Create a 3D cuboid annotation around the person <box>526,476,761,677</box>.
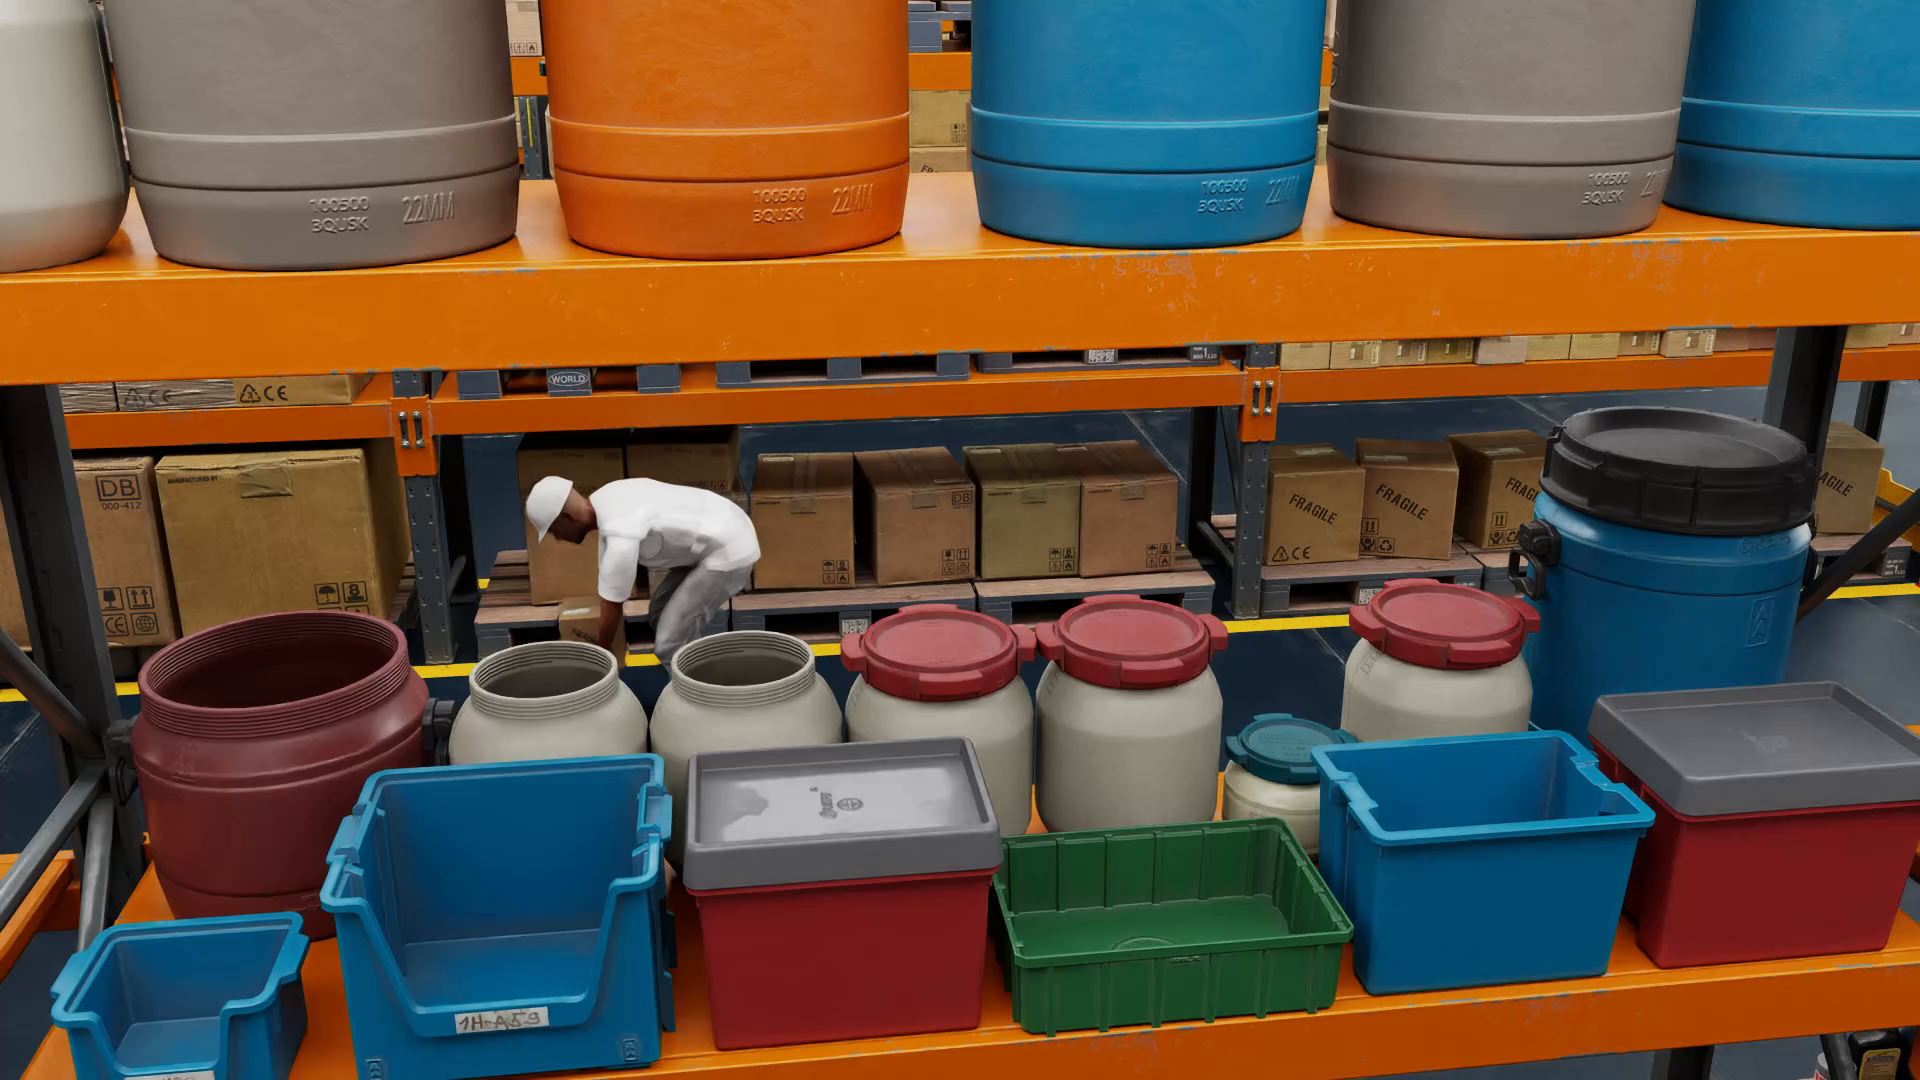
[{"bbox_3d":[-1.326,0.276,7.121,0.954,1.187,0.501,-4,20,-10],"label":"person"}]
